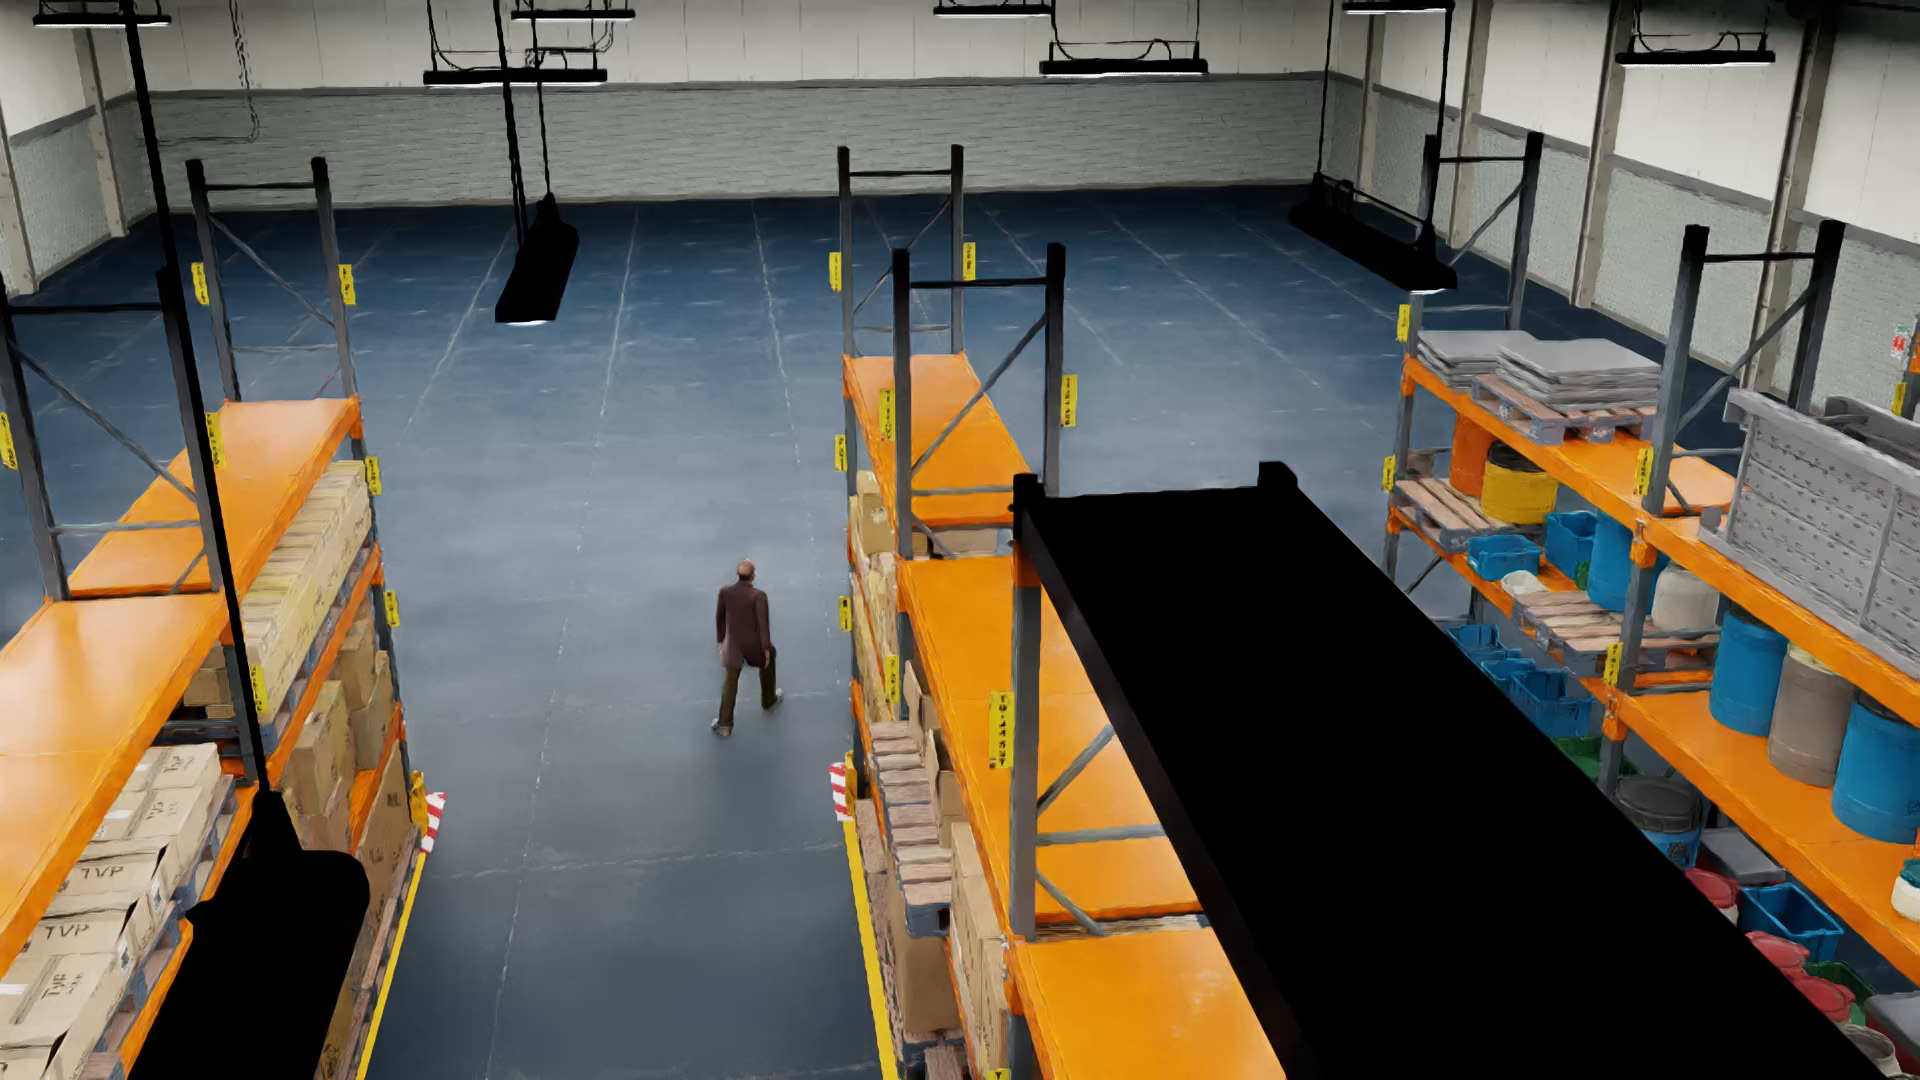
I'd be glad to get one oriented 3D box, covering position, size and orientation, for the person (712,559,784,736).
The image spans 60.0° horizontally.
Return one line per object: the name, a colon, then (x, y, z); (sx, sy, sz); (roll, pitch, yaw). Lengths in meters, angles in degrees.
person: (-2.165, 1.036, 16.698); (0.634, 1.722, 1.045); (4, 22, 11)
